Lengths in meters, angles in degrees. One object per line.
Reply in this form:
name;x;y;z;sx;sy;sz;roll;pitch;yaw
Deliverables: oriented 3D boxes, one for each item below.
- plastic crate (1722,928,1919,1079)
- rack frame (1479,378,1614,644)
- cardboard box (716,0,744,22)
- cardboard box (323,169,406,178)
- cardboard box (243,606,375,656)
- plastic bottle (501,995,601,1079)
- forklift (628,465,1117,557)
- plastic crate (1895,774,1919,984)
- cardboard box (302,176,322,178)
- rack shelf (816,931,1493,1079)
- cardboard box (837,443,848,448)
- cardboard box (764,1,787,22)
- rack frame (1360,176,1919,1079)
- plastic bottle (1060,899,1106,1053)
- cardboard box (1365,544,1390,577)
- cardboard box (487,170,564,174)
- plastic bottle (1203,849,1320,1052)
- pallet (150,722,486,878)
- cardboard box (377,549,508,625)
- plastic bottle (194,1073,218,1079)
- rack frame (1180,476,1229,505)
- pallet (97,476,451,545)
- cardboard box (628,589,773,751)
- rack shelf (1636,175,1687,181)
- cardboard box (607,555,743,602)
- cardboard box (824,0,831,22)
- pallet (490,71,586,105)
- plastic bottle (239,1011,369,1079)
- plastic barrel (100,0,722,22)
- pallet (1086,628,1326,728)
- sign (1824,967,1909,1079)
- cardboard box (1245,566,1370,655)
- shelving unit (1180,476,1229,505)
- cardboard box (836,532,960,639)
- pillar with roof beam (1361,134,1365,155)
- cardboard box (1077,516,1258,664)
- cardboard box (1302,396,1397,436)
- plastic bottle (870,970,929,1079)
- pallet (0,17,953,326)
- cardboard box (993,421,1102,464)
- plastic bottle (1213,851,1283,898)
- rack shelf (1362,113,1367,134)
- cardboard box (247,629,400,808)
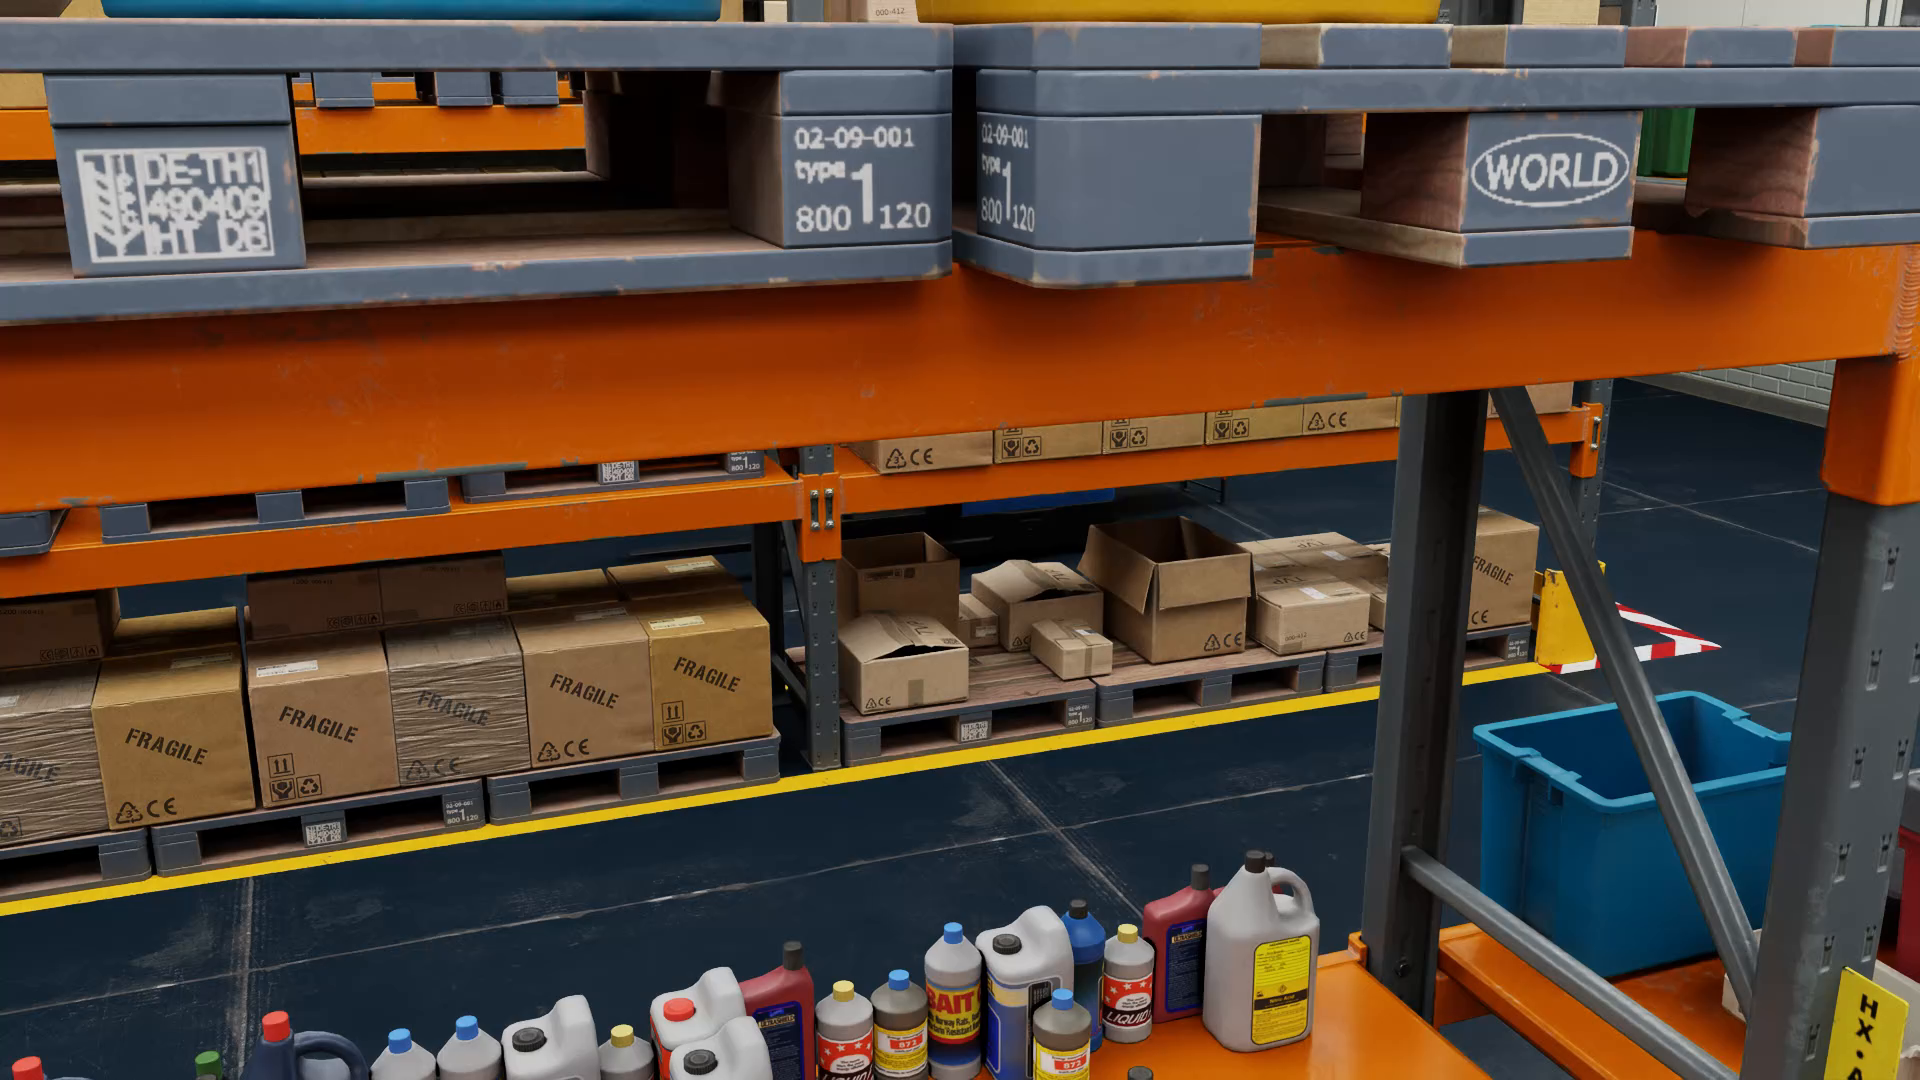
plastic crate;1.503;0.821;2.840;0.243;0.136;0.396;-6;17;-20
rack frame;2.983;-0.974;8.592;0.127;3.000;1.000;-6;17;-20
cardboard box;-1.249;-2.276;6.602;0.600;0.600;0.600;-8;18;-25
cardboard box;-4.003;-2.350;11.205;0.500;0.250;0.500;-7;18;-22
cardboard box;-2.727;0.558;7.030;0.500;0.500;0.500;-7;18;-22
plastic bottle;-0.633;0.855;2.582;0.135;0.276;0.152;-6;17;-20
forklift;-0.589;-1.343;9.971;3.031;2.935;1.130;-6;17;-20
plastic crate;1.940;0.649;2.844;0.583;0.464;0.402;-6;17;-20
cardboard box;-4.305;-2.168;10.584;0.500;0.250;0.500;-7;18;-21
rack shelf;-0.851;1.279;2.194;4.000;0.370;1.077;-6;17;-20
cardboard box;-0.377;-0.737;7.606;0.500;0.500;0.500;-6;17;-19
cardboard box;-1.308;-3.539;11.344;0.500;0.250;0.500;-7;18;-21
rack frame;1.017;0.733;2.780;0.127;3.000;1.000;-6;17;-20
plastic bottle;0.205;0.759;2.919;0.097;0.271;0.097;0;16;0
cardboard box;2.236;0.151;9.008;0.250;0.166;0.380;-6;17;-20
cardboard box;-2.873;-2.320;11.102;0.500;0.250;0.500;-6;17;-19
plastic bottle;0.535;0.711;2.942;0.185;0.351;0.144;-6;17;-20
pallet;-2.639;0.983;6.876;1.213;0.211;1.003;-6;17;-20
cardboard box;-2.225;0.143;7.112;0.500;0.250;0.500;-6;17;-20
plastic bottle;-1.107;0.908;2.391;0.133;0.283;0.061;-6;17;-20
rack frame;1.702;-0.844;11.476;0.032;1.125;0.500;-9;19;-28
pallet;-2.673;-0.273;6.544;1.213;0.211;1.003;-6;17;-20
cardboard box;-1.110;0.542;7.083;0.500;0.500;0.500;-6;17;-20
rack shelf;2.885;-0.563;3.145;4.000;0.370;1.077;-6;17;-20
cardboard box;-1.291;0.402;7.561;0.500;0.500;0.500;-7;18;-23
cardboard box;-0.395;-2.299;7.157;0.500;0.250;0.500;-6;17;-20
pallet;-1.386;-1.873;6.662;1.003;0.211;1.213;-6;17;-20
plastic bottle;-0.965;0.854;2.453;0.185;0.351;0.144;-6;17;-20
plastic barrel;-0.522;-0.936;1.504;0.708;0.901;0.600;-6;17;-20
pallet;1.031;0.574;8.269;1.213;0.211;1.003;-6;17;-20
sign;1.212;0.745;2.247;0.005;0.325;0.100;-6;17;-20
cardboard box;1.666;0.341;8.211;0.500;0.250;0.500;-6;17;-20
shelving unit;1.260;-0.773;11.235;1.048;1.125;0.538;-9;19;-28
cardboard box;-0.321;0.285;7.959;0.500;0.500;0.500;-6;17;-20
pillar with roof beam;4.959;-4.523;10.029;0.400;9.000;9.100;-6;17;-20
cardboard box;1.001;0.225;8.158;0.637;0.503;0.797;-6;17;-20
cardboard box;1.711;-0.803;7.833;0.500;0.500;0.500;-6;17;-20
plastic bottle;-0.102;0.826;2.816;0.097;0.201;0.097;0;16;0
pallet;-0.738;-0.396;1.635;1.213;0.211;1.003;-6;17;-20
cardboard box;0.298;-0.651;7.314;0.500;0.500;0.500;-6;17;-19
plastic bottle;0.522;0.713;3.052;0.133;0.283;0.061;-6;17;-20
rack shelf;1.116;-1.867;7.584;4.000;0.370;1.077;-6;17;-20
cardboard box;-2.517;0.692;6.572;0.500;0.500;0.500;-7;18;-22
